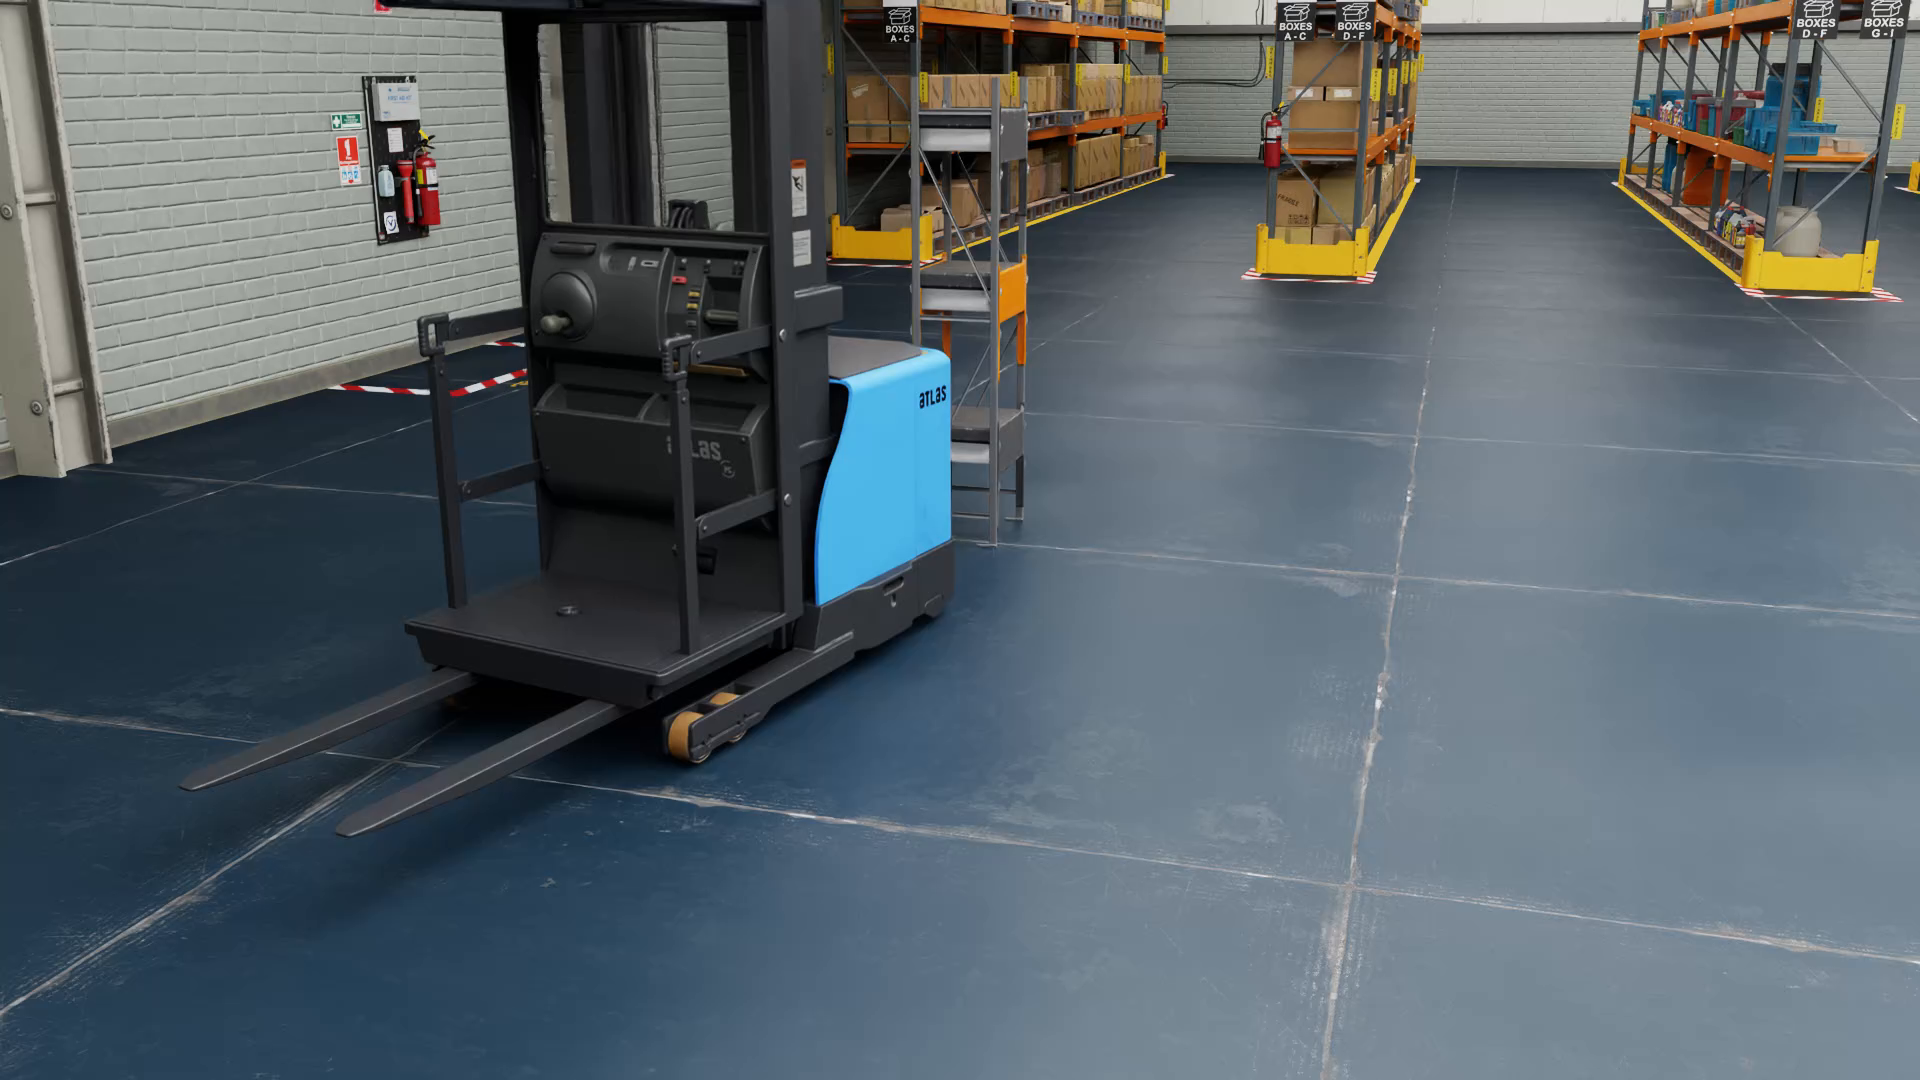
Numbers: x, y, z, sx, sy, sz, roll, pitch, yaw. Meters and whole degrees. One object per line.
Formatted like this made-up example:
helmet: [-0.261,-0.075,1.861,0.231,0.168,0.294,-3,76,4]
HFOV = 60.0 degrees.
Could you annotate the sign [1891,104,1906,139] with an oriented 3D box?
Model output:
sign: [9.088,-4.054,16.119,0.100,0.325,0.005,5,16,16]

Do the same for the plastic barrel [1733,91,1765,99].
plastic barrel: [10.994,-5.978,23.161,0.600,0.536,0.708,5,16,16]

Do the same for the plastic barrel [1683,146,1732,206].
plastic barrel: [10.958,-5.345,24.385,0.600,0.830,0.708,5,16,16]

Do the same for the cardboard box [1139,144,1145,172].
cardboard box: [3.223,-7.465,32.463,0.700,0.500,0.500,4,16,14]

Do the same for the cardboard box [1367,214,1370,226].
cardboard box: [4.608,-3.745,19.803,0.500,0.250,0.500,5,16,16]

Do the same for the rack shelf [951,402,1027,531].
rack shelf: [0.047,-0.367,7.890,0.431,0.518,0.480,5,16,16]

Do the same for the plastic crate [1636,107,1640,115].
plastic crate: [12.360,-7.759,30.060,0.250,0.136,0.298,5,16,16]

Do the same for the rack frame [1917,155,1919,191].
rack frame: [17.858,-7.767,29.715,1.000,3.000,0.127,5,16,16]

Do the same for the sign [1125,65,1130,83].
sign: [2.997,-8.352,29.802,0.100,0.325,0.005,5,16,16]

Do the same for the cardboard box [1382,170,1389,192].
cardboard box: [5.743,-5.037,23.331,0.500,0.311,0.500,5,17,17]

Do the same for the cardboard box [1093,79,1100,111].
cardboard box: [2.020,-7.400,27.658,0.500,0.500,0.500,5,16,16]

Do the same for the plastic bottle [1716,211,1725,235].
plastic bottle: [9.122,-3.777,19.832,0.152,0.276,0.135,5,17,18]

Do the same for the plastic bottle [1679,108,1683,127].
plastic bottle: [10.607,-6.201,24.408,0.061,0.283,0.133,5,16,16]

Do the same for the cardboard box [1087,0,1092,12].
cardboard box: [1.818,-9.077,27.848,0.700,0.500,0.500,5,16,16]

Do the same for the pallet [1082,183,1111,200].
pallet: [1.982,-6.003,28.607,1.003,0.211,1.213,5,16,16]

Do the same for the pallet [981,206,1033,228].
pallet: [0.420,-4.642,23.808,1.003,0.211,1.213,5,16,16]

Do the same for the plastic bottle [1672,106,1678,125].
plastic bottle: [10.866,-6.440,25.250,0.061,0.283,0.133,5,16,16]

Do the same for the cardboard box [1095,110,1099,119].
cardboard box: [2.160,-7.253,28.329,0.380,0.149,0.250,5,17,18]

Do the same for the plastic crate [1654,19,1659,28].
plastic crate: [11.969,-8.783,28.283,0.293,0.136,0.466,5,16,16]

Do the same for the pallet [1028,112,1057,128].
pallet: [0.814,-6.213,24.588,1.003,0.211,1.213,5,16,16]

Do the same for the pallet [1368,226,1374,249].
pallet: [4.685,-3.850,21.017,1.003,0.211,1.213,5,16,16]

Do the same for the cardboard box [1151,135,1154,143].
cardboard box: [3.646,-7.992,33.132,0.380,0.149,0.250,4,16,15]

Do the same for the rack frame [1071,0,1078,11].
rack frame: [1.337,-9.712,25.580,1.000,3.000,0.127,5,16,16]

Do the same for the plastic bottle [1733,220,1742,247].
plastic bottle: [8.679,-3.416,18.548,0.061,0.283,0.133,5,17,17]

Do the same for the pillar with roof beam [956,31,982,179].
pillar with roof beam: [4.266,-9.105,23.440,9.100,9.000,0.400,5,16,16]

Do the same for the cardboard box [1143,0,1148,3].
cardboard box: [3.221,-10.284,31.040,0.500,0.500,0.500,5,17,16]

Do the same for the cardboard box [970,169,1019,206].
cardboard box: [0.492,-5.122,24.164,0.700,0.500,0.500,4,16,15]

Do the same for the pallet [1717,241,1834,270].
pallet: [9.123,-3.177,18.644,1.003,0.211,1.213,5,16,16]

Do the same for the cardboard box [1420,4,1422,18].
cardboard box: [8.459,-9.993,31.426,0.500,0.250,0.500,5,16,16]

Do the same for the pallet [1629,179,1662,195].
pallet: [12.489,-6.278,29.578,1.003,0.211,1.213,5,16,16]

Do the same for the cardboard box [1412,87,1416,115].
cardboard box: [8.204,-8.180,30.987,0.500,0.500,0.500,5,17,16]

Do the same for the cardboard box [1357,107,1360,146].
cardboard box: [4.104,-4.657,18.568,0.700,0.500,0.500,5,17,17]

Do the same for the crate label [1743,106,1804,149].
crate label: [8.826,-4.484,18.078,0.502,0.435,0.616,5,16,16]

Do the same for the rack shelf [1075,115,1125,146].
rack shelf: [1.905,-7.003,28.341,1.077,0.370,4.000,5,16,16]

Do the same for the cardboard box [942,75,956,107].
cardboard box: [-0.363,-5.261,19.746,0.500,0.500,0.500,5,16,16]

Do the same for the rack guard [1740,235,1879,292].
rack guard: [8.539,-2.786,16.735,1.175,0.500,0.348,5,16,16]

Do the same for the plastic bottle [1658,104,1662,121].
plastic bottle: [11.459,-6.985,27.174,0.061,0.283,0.133,5,16,16]

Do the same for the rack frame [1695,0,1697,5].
rack frame: [10.836,-8.944,22.871,1.000,3.000,0.127,5,16,16]

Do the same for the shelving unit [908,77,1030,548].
shelving unit: [0.047,-1.053,7.696,0.431,2.100,0.503,5,16,16]

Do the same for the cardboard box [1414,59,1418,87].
cardboard box: [8.067,-8.525,30.371,0.500,0.500,0.500,5,17,18]

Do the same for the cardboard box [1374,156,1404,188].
cardboard box: [7.067,-6.087,27.569,0.500,0.500,0.500,5,17,17]

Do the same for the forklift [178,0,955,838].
forklift: [-1.161,-0.835,5.403,1.130,2.935,3.031,8,18,27]

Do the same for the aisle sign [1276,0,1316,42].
aisle sign: [3.514,-5.606,17.334,0.394,0.787,0.004,5,16,16]

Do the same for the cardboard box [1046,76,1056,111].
cardboard box: [1.080,-6.814,25.366,0.700,0.500,0.500,3,16,11]

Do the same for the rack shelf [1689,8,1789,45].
rack shelf: [10.267,-6.632,21.534,1.077,0.370,4.000,5,16,16]

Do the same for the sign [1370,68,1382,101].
sign: [4.344,-4.760,17.382,0.100,0.325,0.005,5,16,16]

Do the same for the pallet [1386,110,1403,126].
pallet: [6.213,-6.533,25.718,1.213,0.211,1.003,5,16,16]

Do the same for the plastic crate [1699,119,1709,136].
plastic crate: [9.923,-5.387,21.713,0.450,0.188,0.662,5,16,16]

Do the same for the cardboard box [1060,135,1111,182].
cardboard box: [2.164,-6.628,28.868,0.750,0.750,0.750,5,17,18]

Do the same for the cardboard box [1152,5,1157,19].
cardboard box: [3.510,-10.192,32.089,0.500,0.250,0.500,4,16,14]

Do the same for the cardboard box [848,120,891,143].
cardboard box: [-0.990,-4.808,19.521,0.500,0.250,0.500,5,17,17]

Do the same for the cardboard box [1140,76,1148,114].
cardboard box: [3.054,-8.539,31.889,0.980,0.700,0.700,4,16,13]

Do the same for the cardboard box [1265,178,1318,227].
cardboard box: [3.681,-3.753,18.460,0.500,0.500,0.500,5,16,16]

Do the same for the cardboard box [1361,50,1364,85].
cardboard box: [4.118,-5.295,18.440,0.700,0.500,0.500,4,16,14]

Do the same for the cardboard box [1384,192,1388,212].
cardboard box: [5.739,-4.764,23.399,0.500,0.250,0.500,5,17,17]
